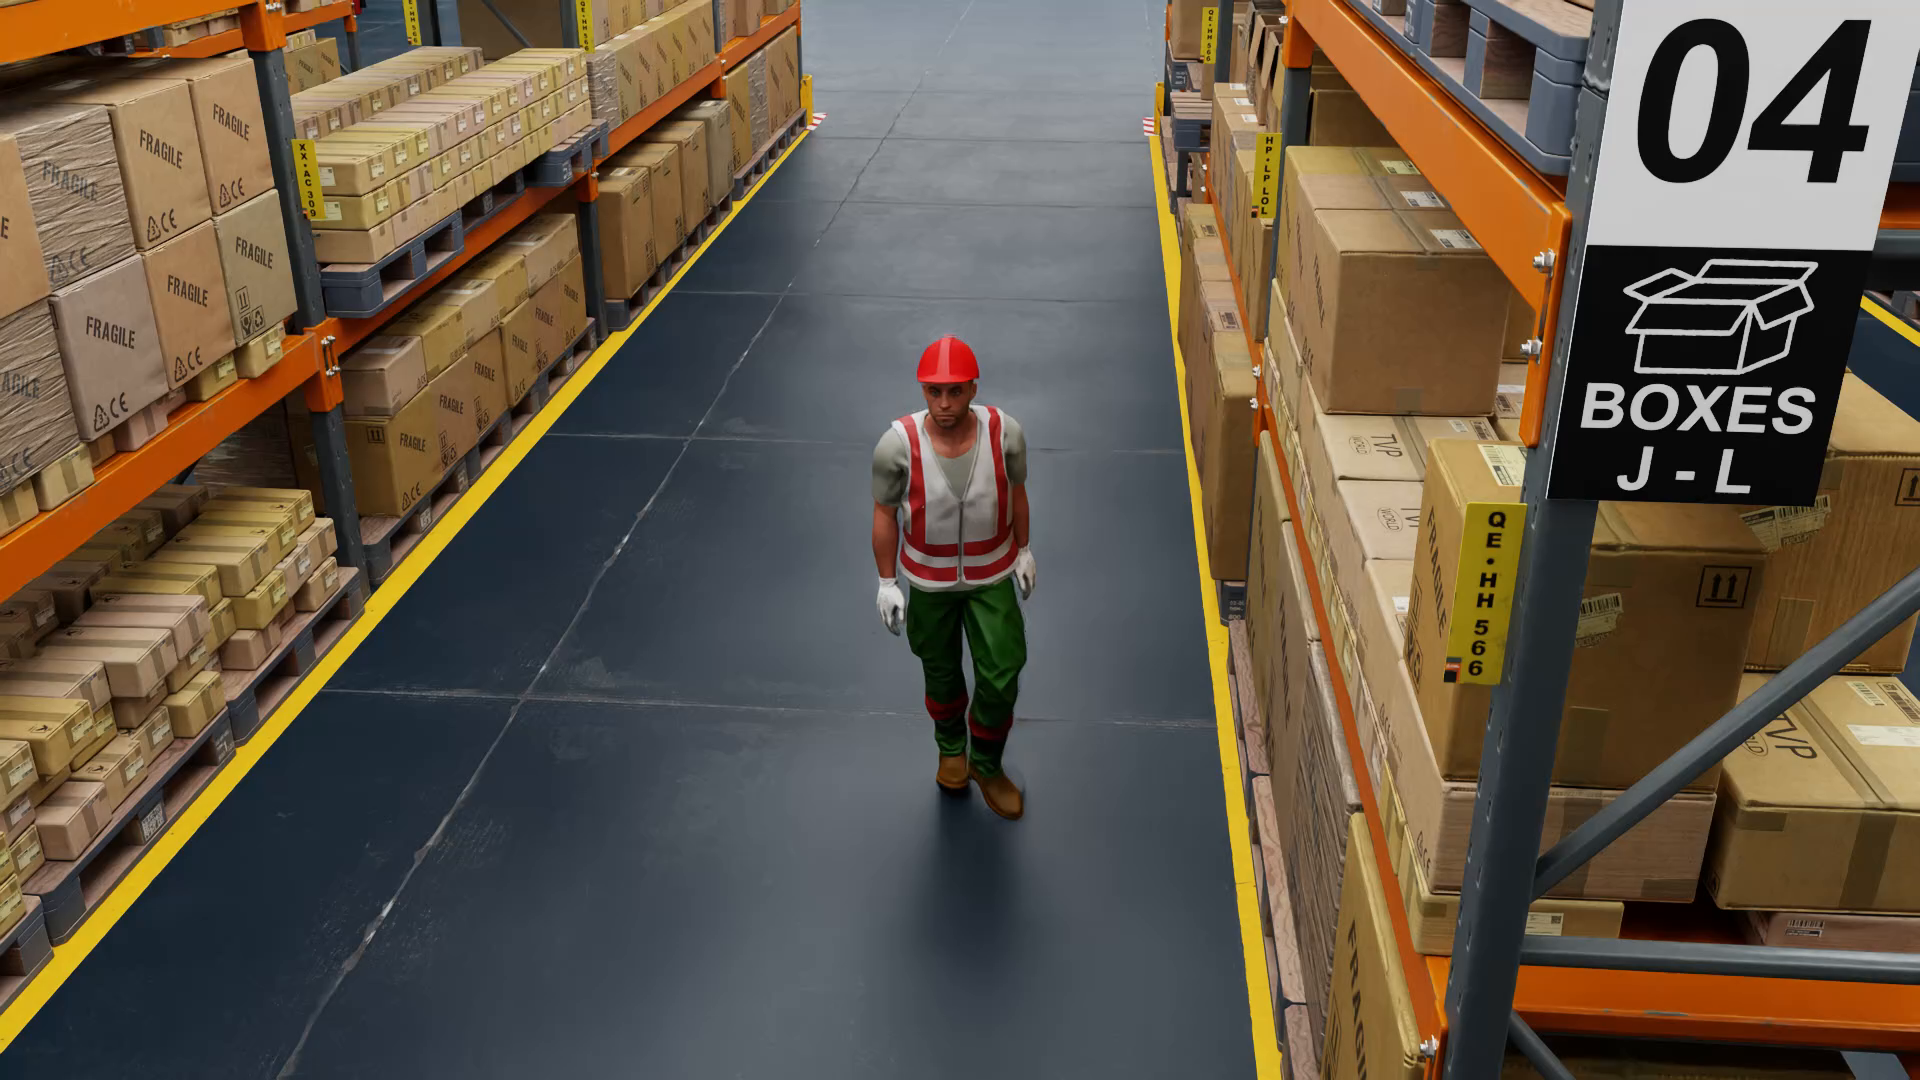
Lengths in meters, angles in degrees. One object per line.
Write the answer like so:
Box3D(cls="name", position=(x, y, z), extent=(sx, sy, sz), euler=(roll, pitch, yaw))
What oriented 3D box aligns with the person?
Box3D(cls="person", position=(-0.012, 0.129, 5.766), extent=(0.580, 1.784, 0.528), euler=(-1, 24, -2))
